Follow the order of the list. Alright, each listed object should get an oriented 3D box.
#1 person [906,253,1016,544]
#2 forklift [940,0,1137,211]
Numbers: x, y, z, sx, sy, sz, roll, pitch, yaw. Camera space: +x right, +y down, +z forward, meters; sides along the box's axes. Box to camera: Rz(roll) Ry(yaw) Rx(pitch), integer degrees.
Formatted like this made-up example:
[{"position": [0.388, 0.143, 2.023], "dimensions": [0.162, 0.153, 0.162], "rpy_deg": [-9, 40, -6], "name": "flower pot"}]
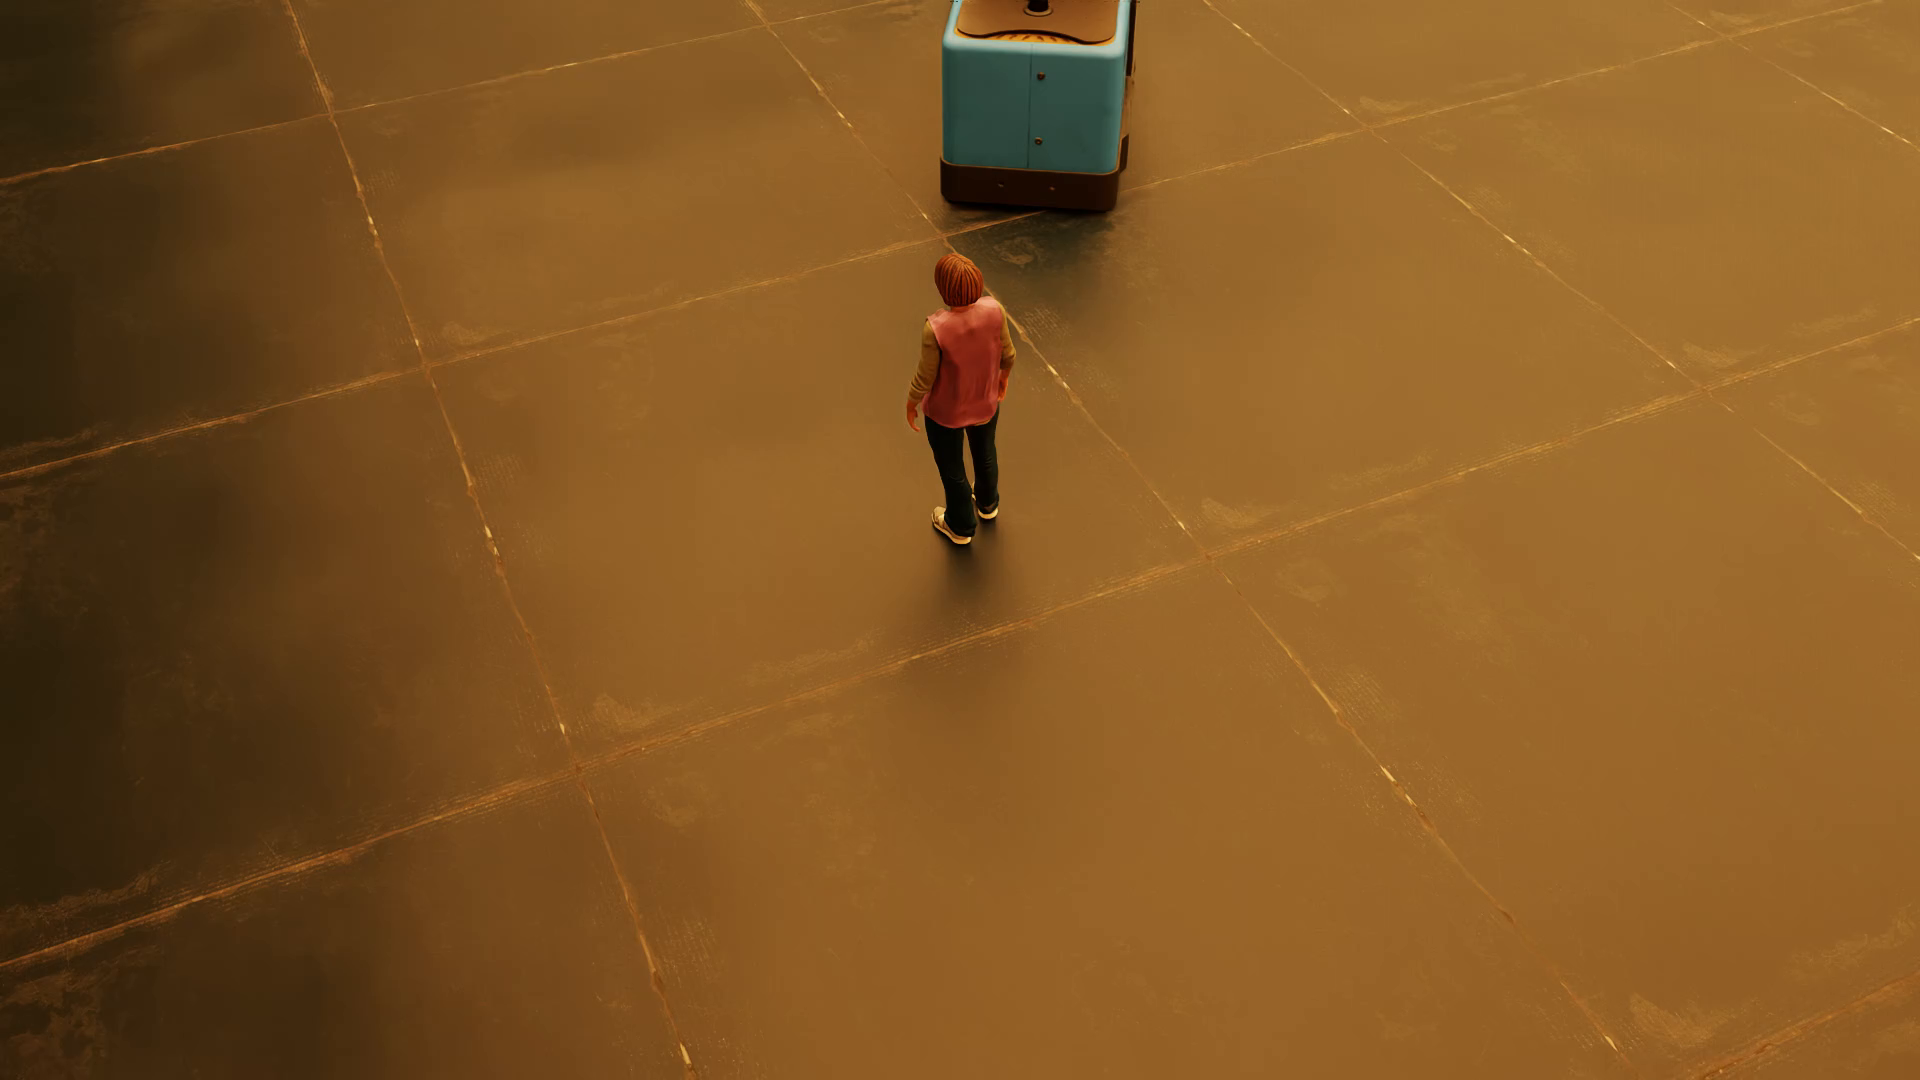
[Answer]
[{"position": [-0.019, -0.634, 7.337], "dimensions": [0.520, 1.585, 0.473], "rpy_deg": [-18, 46, -18], "name": "person"}, {"position": [0.580, -4.021, 9.989], "dimensions": [1.130, 2.935, 3.031], "rpy_deg": [5, 43, 5], "name": "forklift"}]
